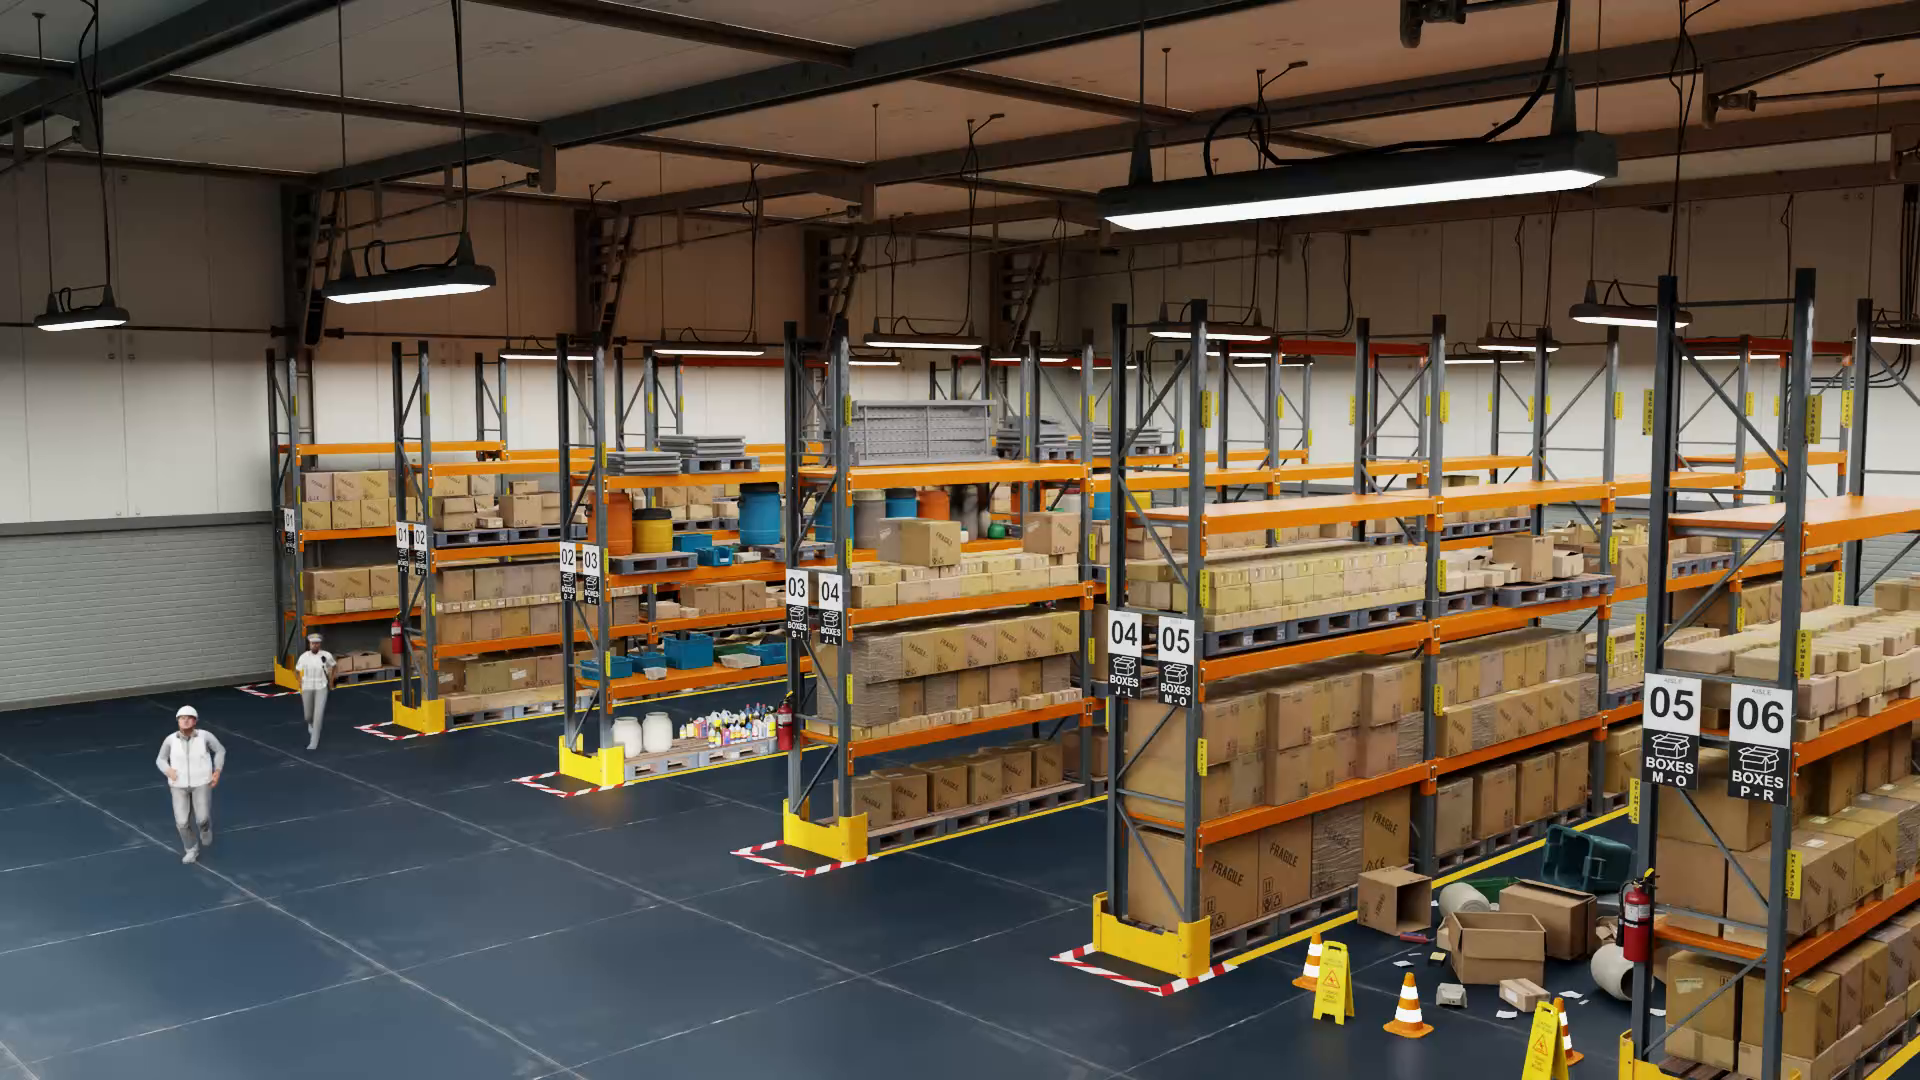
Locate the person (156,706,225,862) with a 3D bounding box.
[{"bbox_3d":[-8.540,2.707,18.464,0.698,1.734,0.591,-2,5,-20],"label":"person"}]

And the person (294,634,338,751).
[{"bbox_3d":[-9.530,2.213,24.618,0.603,1.689,0.839,-1,5,-15],"label":"person"}]
